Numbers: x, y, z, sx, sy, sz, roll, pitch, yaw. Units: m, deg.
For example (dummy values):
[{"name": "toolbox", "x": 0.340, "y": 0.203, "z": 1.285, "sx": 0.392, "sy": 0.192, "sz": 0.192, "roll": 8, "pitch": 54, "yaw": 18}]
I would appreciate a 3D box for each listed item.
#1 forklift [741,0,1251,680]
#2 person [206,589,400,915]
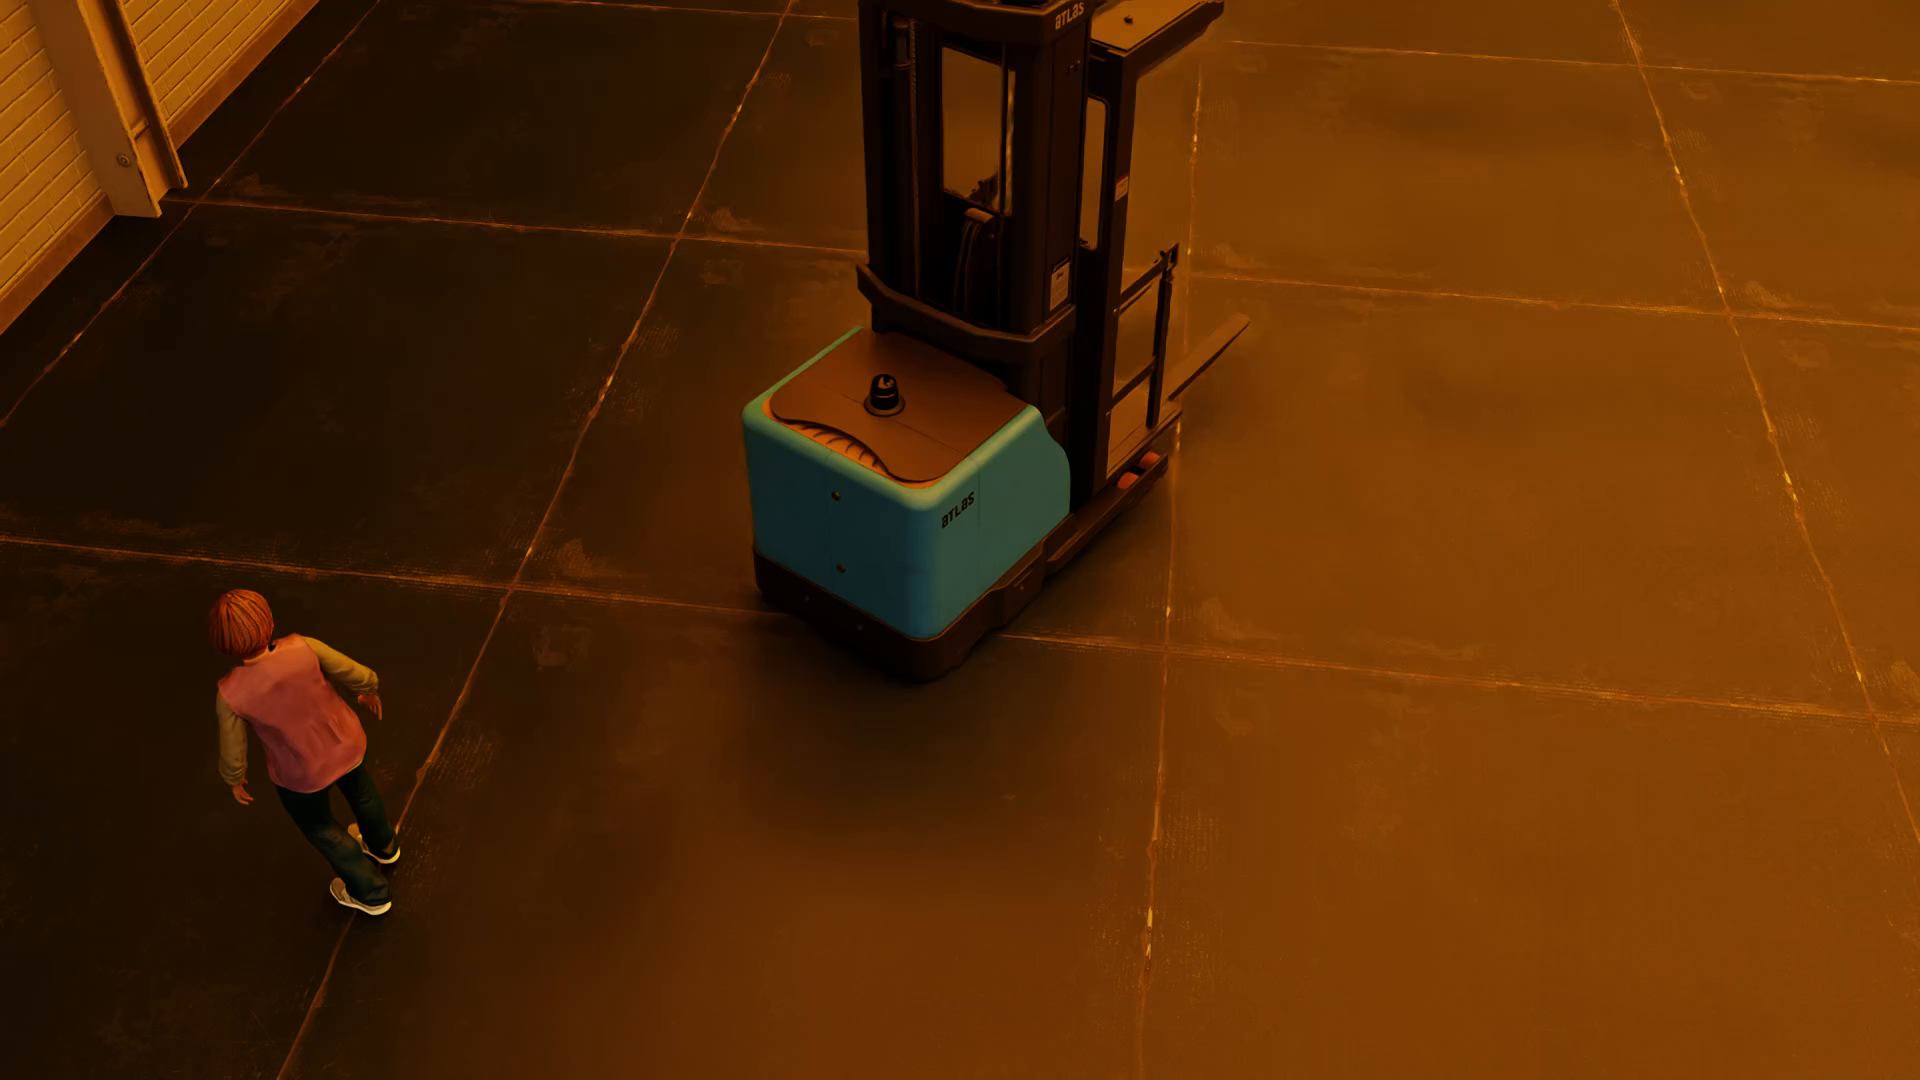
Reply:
[{"name": "forklift", "x": 0.365, "y": -1.425, "z": 7.276, "sx": 1.130, "sy": 2.935, "sz": 3.031, "roll": 27, "pitch": 49, "yaw": 27}, {"name": "person", "x": -2.330, "y": 0.746, "z": 5.911, "sx": 0.456, "sy": 1.585, "sz": 0.617, "roll": 29, "pitch": 50, "yaw": 28}]
